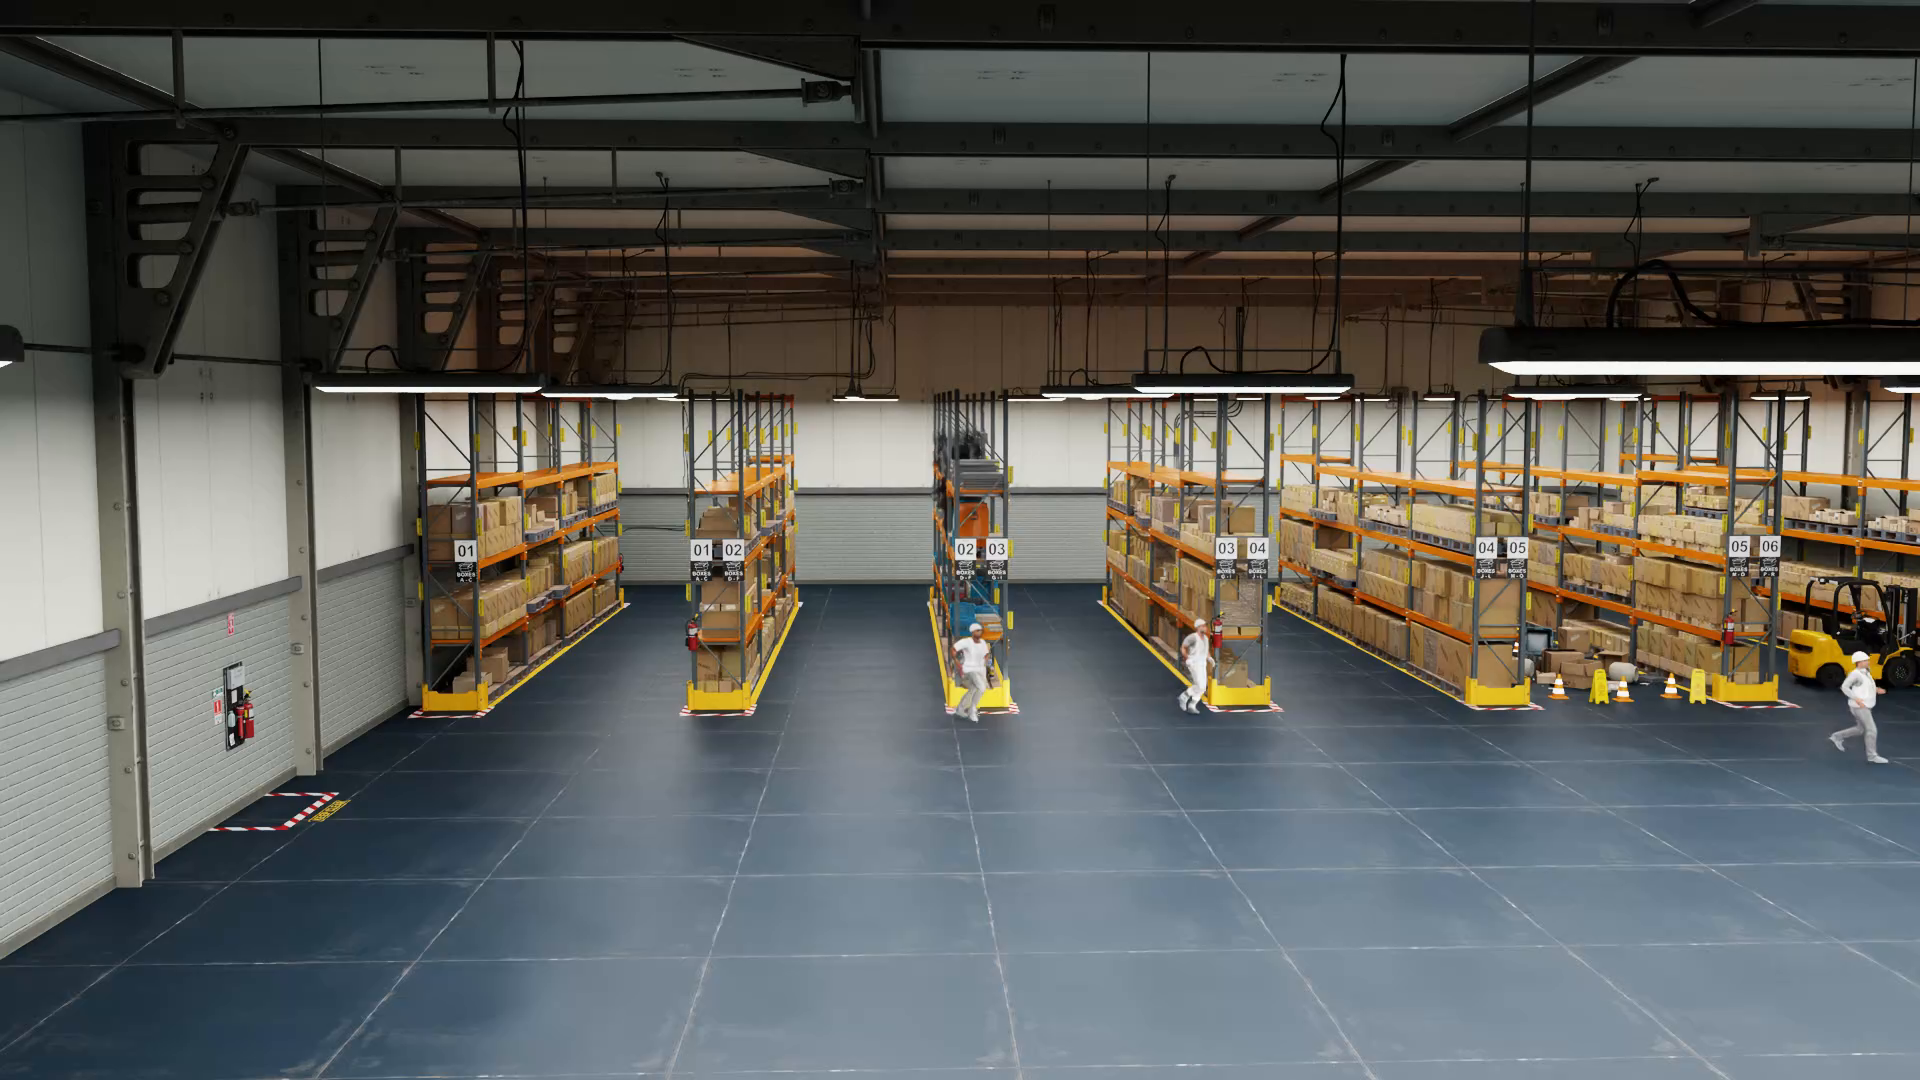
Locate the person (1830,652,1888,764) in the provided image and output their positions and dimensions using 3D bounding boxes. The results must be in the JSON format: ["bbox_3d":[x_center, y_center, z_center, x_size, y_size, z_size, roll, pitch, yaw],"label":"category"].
[{"bbox_3d":[14.457,2.665,26.695,0.668,1.750,0.903,-5,7,-44],"label":"person"}]

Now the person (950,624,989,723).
[{"bbox_3d":[0.240,2.389,30.132,0.717,1.758,0.690,4,6,37],"label":"person"}]

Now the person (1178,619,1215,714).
[{"bbox_3d":[4.439,2.335,30.911,0.574,1.735,0.660,4,6,44],"label":"person"}]

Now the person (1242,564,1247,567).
[{"bbox_3d":[8.037,1.103,45.969,0.695,1.736,0.699,1,5,8],"label":"person"}]
